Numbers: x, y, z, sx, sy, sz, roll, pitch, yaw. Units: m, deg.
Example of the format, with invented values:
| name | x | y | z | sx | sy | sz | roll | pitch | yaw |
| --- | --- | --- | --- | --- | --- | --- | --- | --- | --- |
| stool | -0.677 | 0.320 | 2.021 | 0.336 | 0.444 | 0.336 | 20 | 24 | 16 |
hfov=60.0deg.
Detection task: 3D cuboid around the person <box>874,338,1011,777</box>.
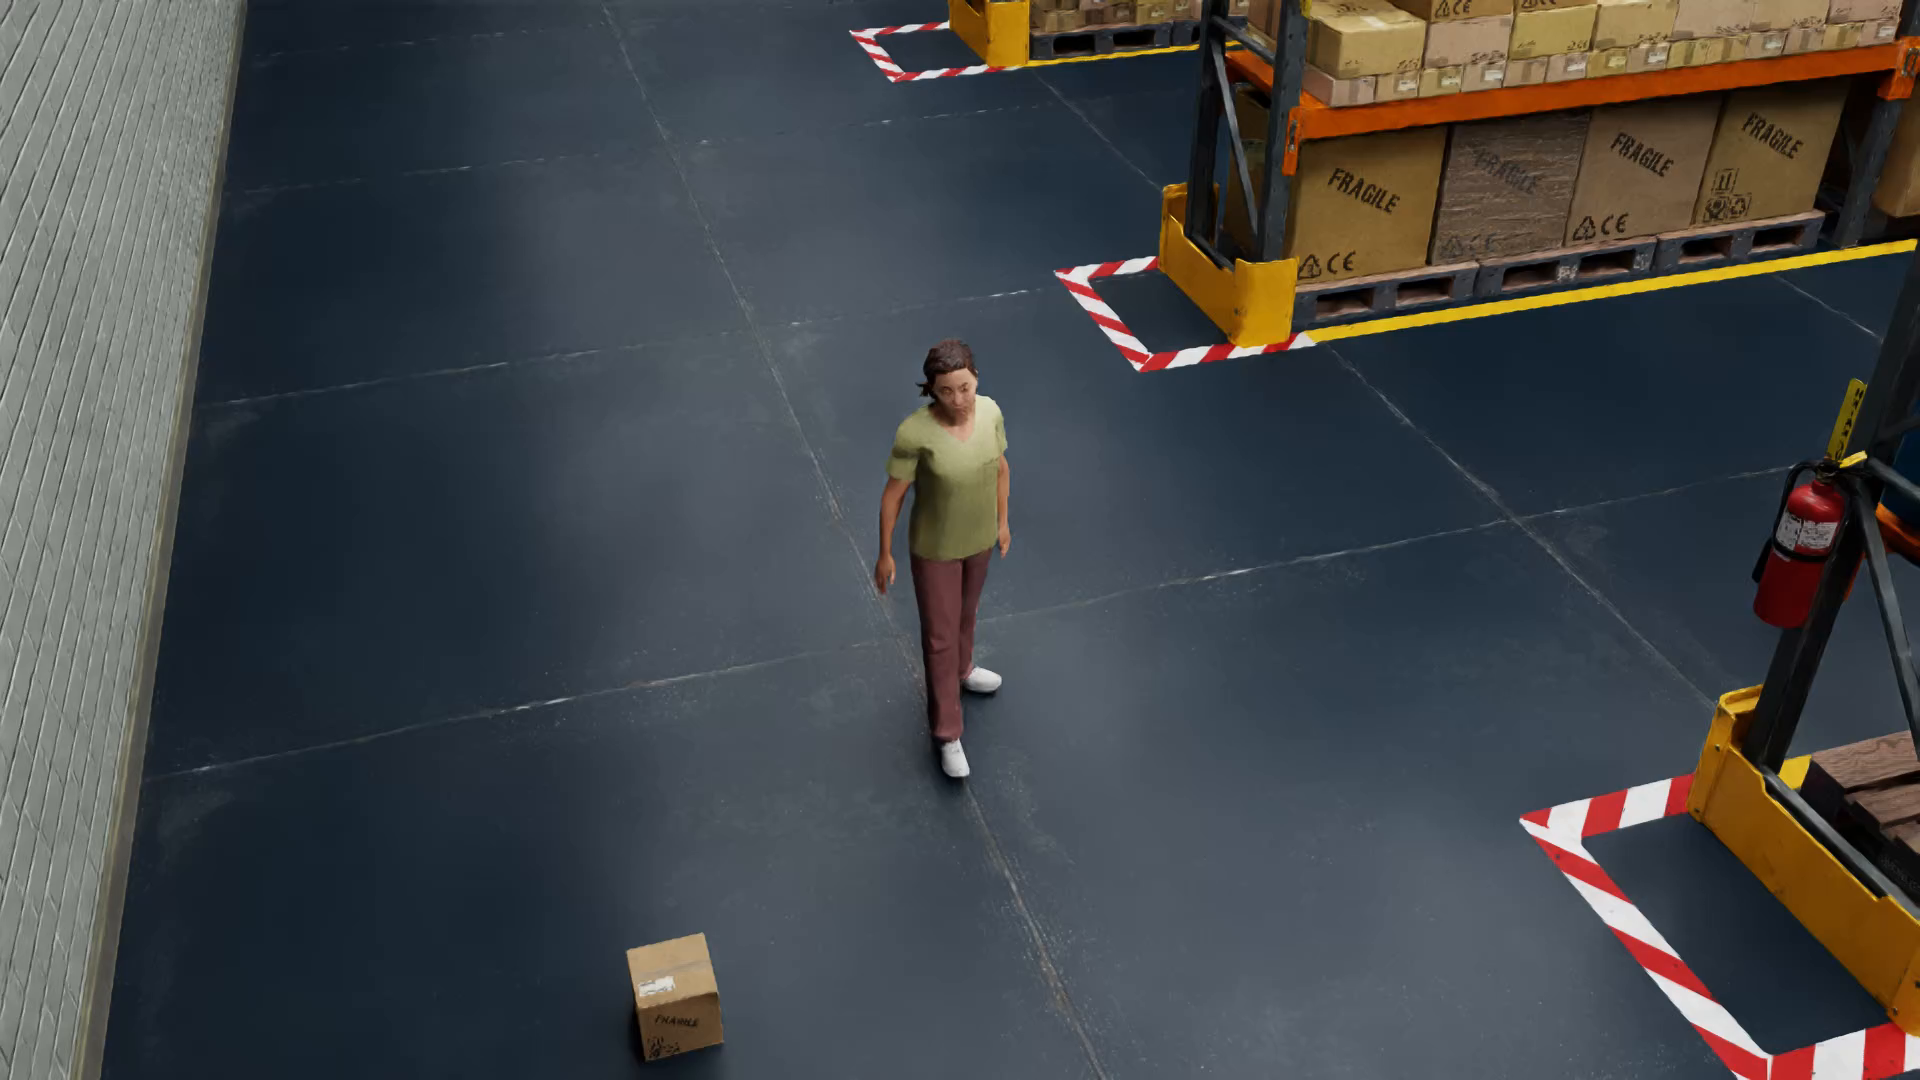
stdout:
| name | x | y | z | sx | sy | sz | roll | pitch | yaw |
| --- | --- | --- | --- | --- | --- | --- | --- | --- | --- |
| person | -0.022 | 0.037 | 6.072 | 0.576 | 1.664 | 0.623 | -21 | 39 | -28 |
